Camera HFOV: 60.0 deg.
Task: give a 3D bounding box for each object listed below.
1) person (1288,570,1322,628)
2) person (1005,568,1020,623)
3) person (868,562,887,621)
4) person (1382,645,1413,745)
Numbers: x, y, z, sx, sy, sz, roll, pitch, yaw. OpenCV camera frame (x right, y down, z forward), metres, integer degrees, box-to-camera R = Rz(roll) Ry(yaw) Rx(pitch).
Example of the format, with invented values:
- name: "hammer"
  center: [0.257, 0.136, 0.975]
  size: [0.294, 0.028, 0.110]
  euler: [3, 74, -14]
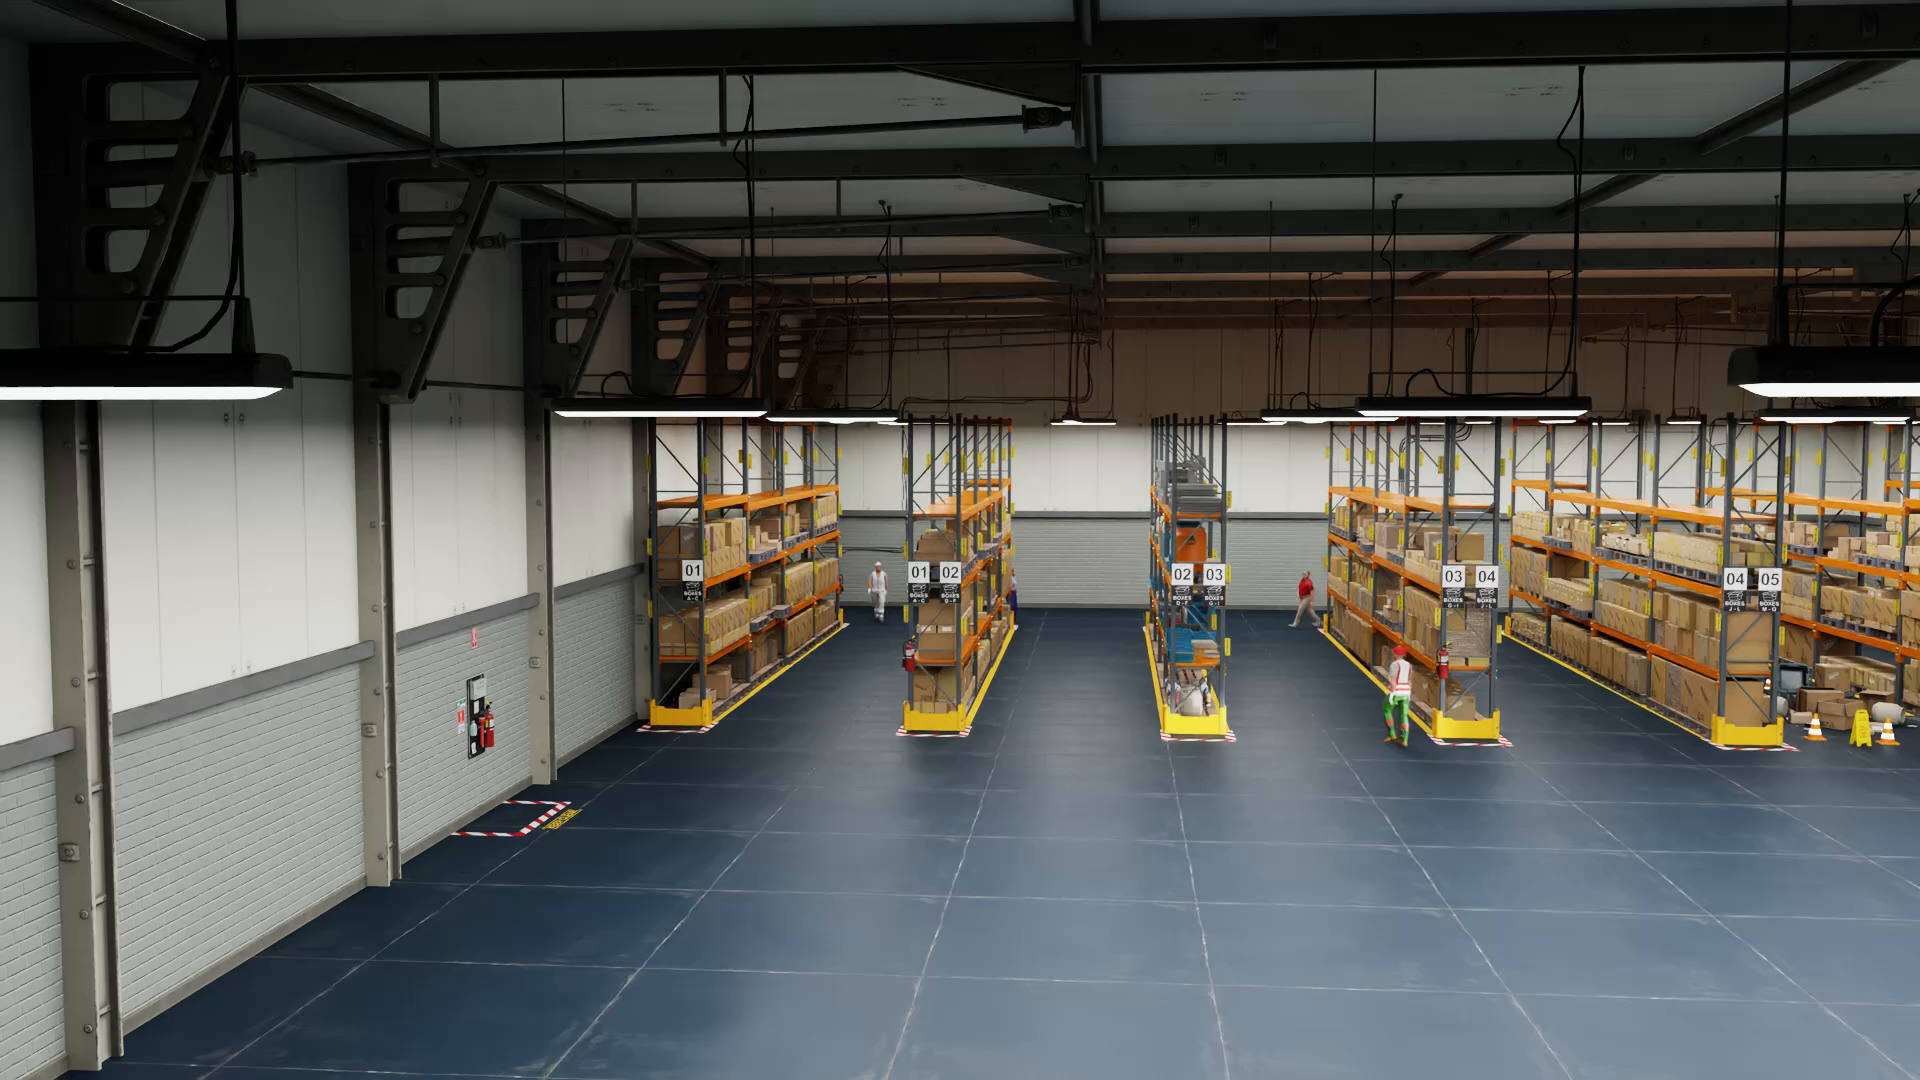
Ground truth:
- name: "person"
  center: [9.913, 1.696, 47.537]
  size: [1.083, 1.665, 0.527]
  euler: [-1, 4, -13]
- name: "person"
  center: [1.448, 1.622, 48.618]
  size: [0.591, 1.640, 0.524]
  euler: [2, 4, 22]
- name: "person"
  center: [-2.435, 1.521, 49.179]
  size: [0.557, 1.728, 1.055]
  euler: [0, 4, 0]
- name: "person"
  center: [7.954, 2.802, 30.063]
  size: [0.549, 1.782, 0.535]
  euler: [-1, 4, -14]
